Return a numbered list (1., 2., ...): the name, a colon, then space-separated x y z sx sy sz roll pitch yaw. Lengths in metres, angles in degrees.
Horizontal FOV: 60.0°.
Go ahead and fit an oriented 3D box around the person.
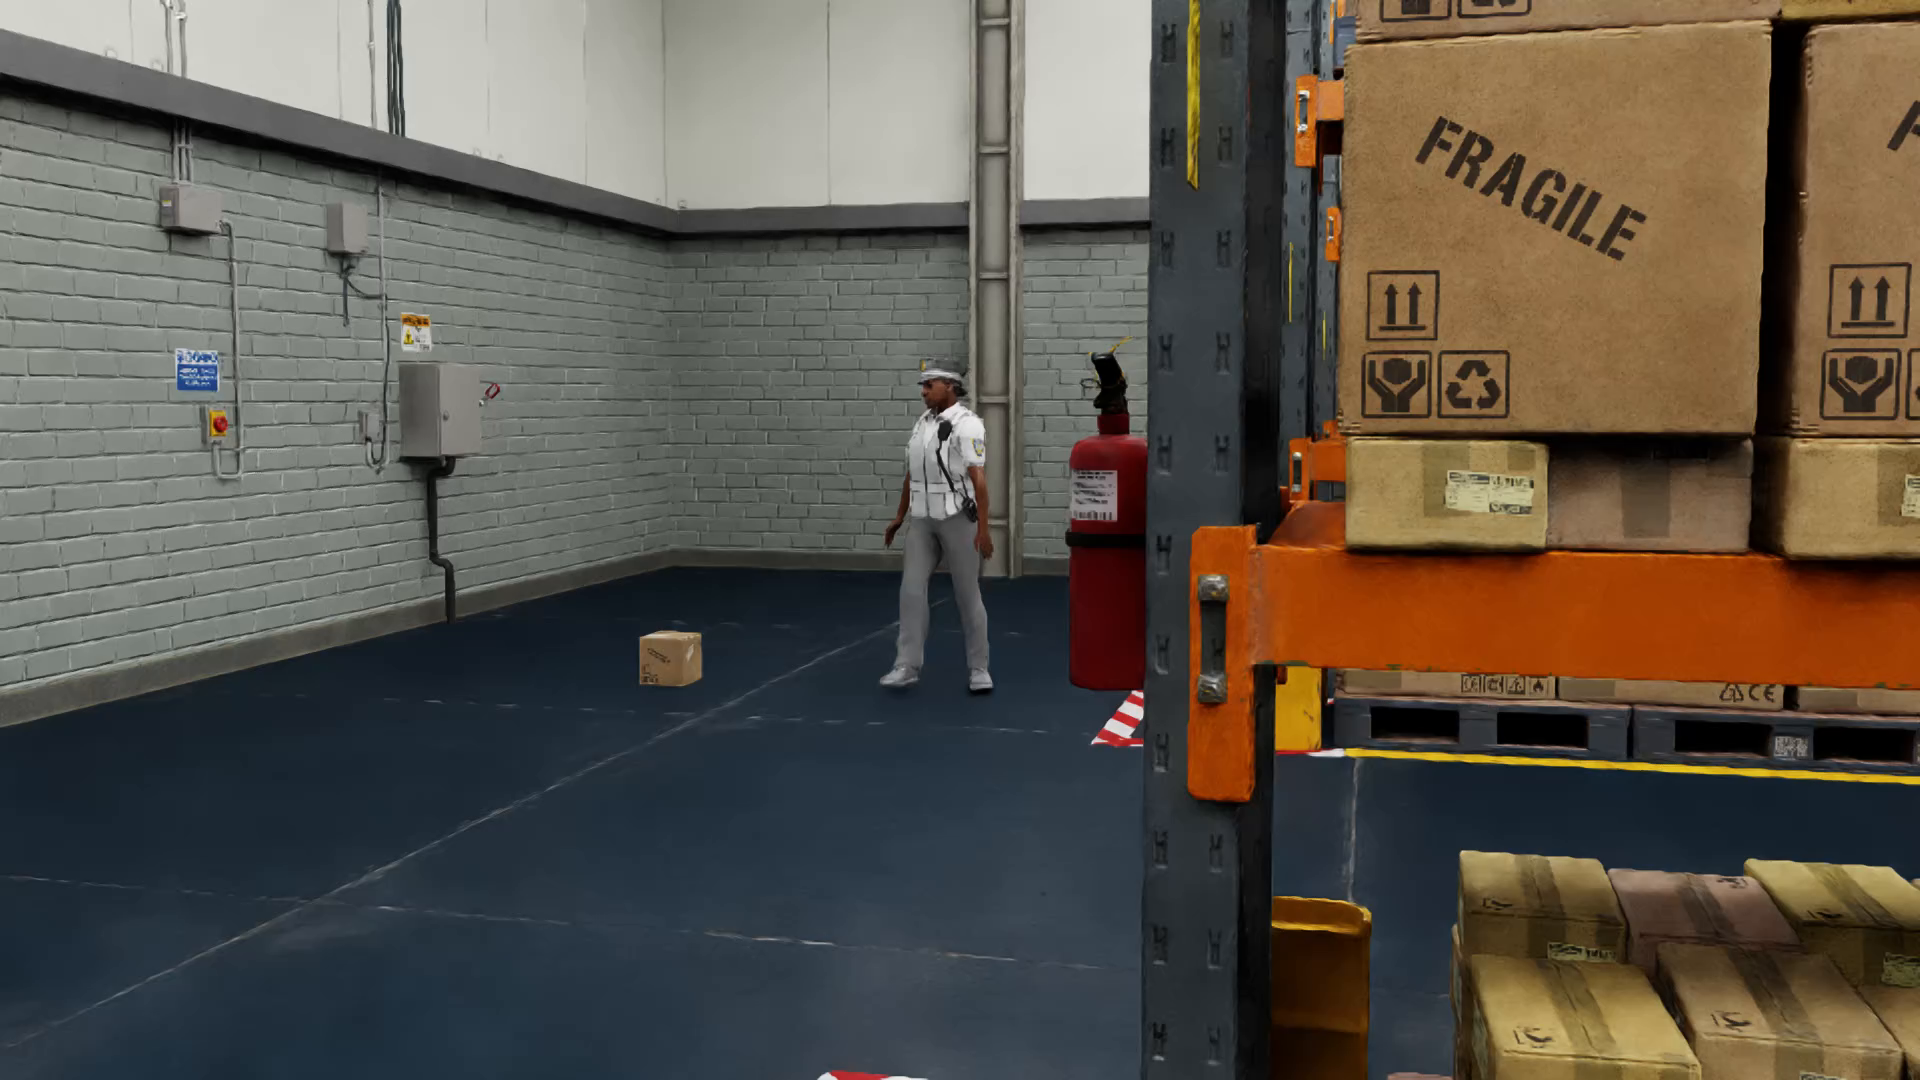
1. person: -0.144 -0.079 8.429 0.640 1.663 0.571 4 6 38
